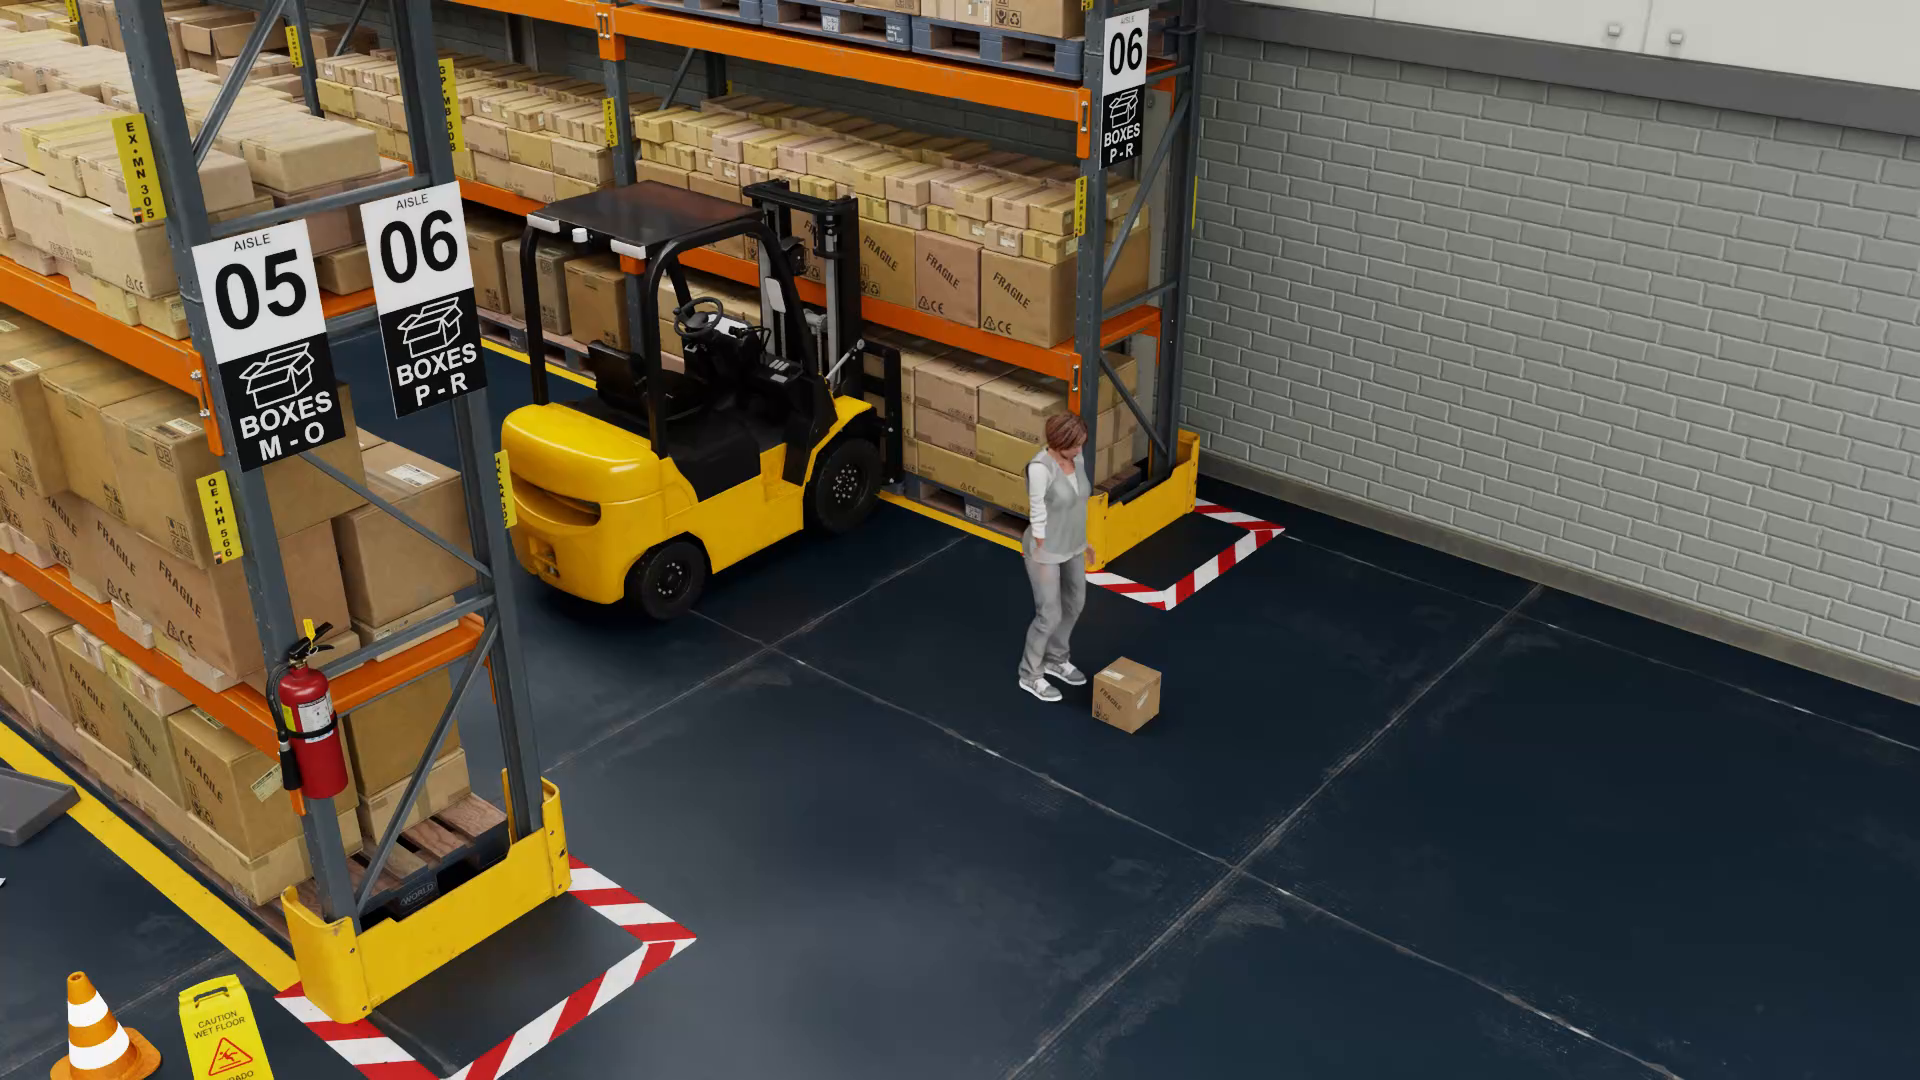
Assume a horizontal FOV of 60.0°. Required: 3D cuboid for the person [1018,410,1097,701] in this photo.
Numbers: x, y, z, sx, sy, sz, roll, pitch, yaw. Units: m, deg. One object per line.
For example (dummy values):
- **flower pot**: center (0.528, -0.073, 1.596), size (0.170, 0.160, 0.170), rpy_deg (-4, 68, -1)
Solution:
- **person**: center (0.500, 0.067, 8.538), size (0.308, 1.576, 0.410), rpy_deg (22, 35, 35)
